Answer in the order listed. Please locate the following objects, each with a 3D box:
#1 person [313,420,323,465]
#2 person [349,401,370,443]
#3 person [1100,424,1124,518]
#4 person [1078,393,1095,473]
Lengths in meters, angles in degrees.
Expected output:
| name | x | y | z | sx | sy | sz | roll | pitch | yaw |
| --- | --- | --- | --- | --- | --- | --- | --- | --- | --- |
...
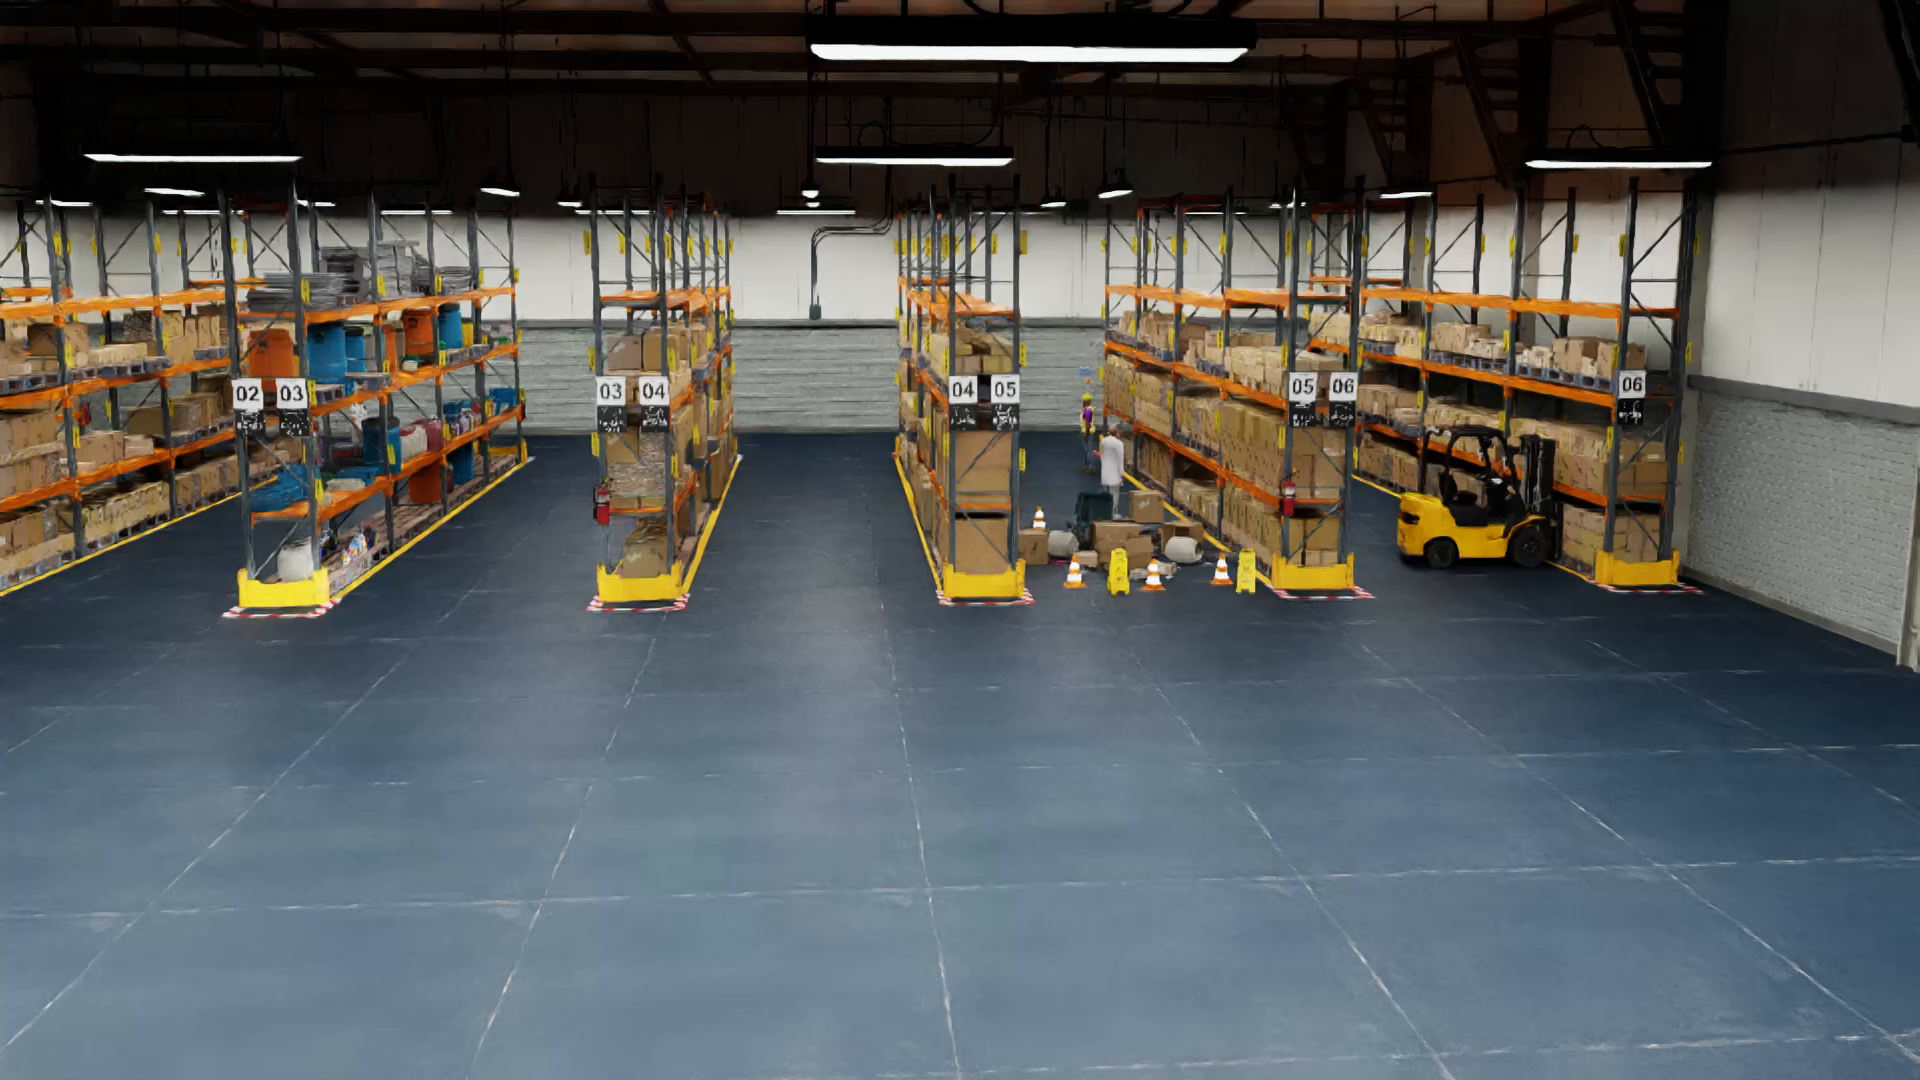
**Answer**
| name | x | y | z | sx | sy | sz | roll | pitch | yaw |
| --- | --- | --- | --- | --- | --- | --- | --- | --- | --- |
| person | -12.751 | -1.583 | 32.980 | 0.419 | 1.603 | 0.503 | -6 | 12 | -30 |
| person | -13.881 | -2.576 | 38.434 | 0.391 | 1.670 | 0.588 | 2 | 10 | 9 |
| person | 2.829 | -1.240 | 30.511 | 0.515 | 1.785 | 0.638 | -7 | 12 | -34 |
| person | 2.827 | -2.390 | 37.082 | 0.389 | 1.767 | 0.658 | 1 | 10 | 6 |
